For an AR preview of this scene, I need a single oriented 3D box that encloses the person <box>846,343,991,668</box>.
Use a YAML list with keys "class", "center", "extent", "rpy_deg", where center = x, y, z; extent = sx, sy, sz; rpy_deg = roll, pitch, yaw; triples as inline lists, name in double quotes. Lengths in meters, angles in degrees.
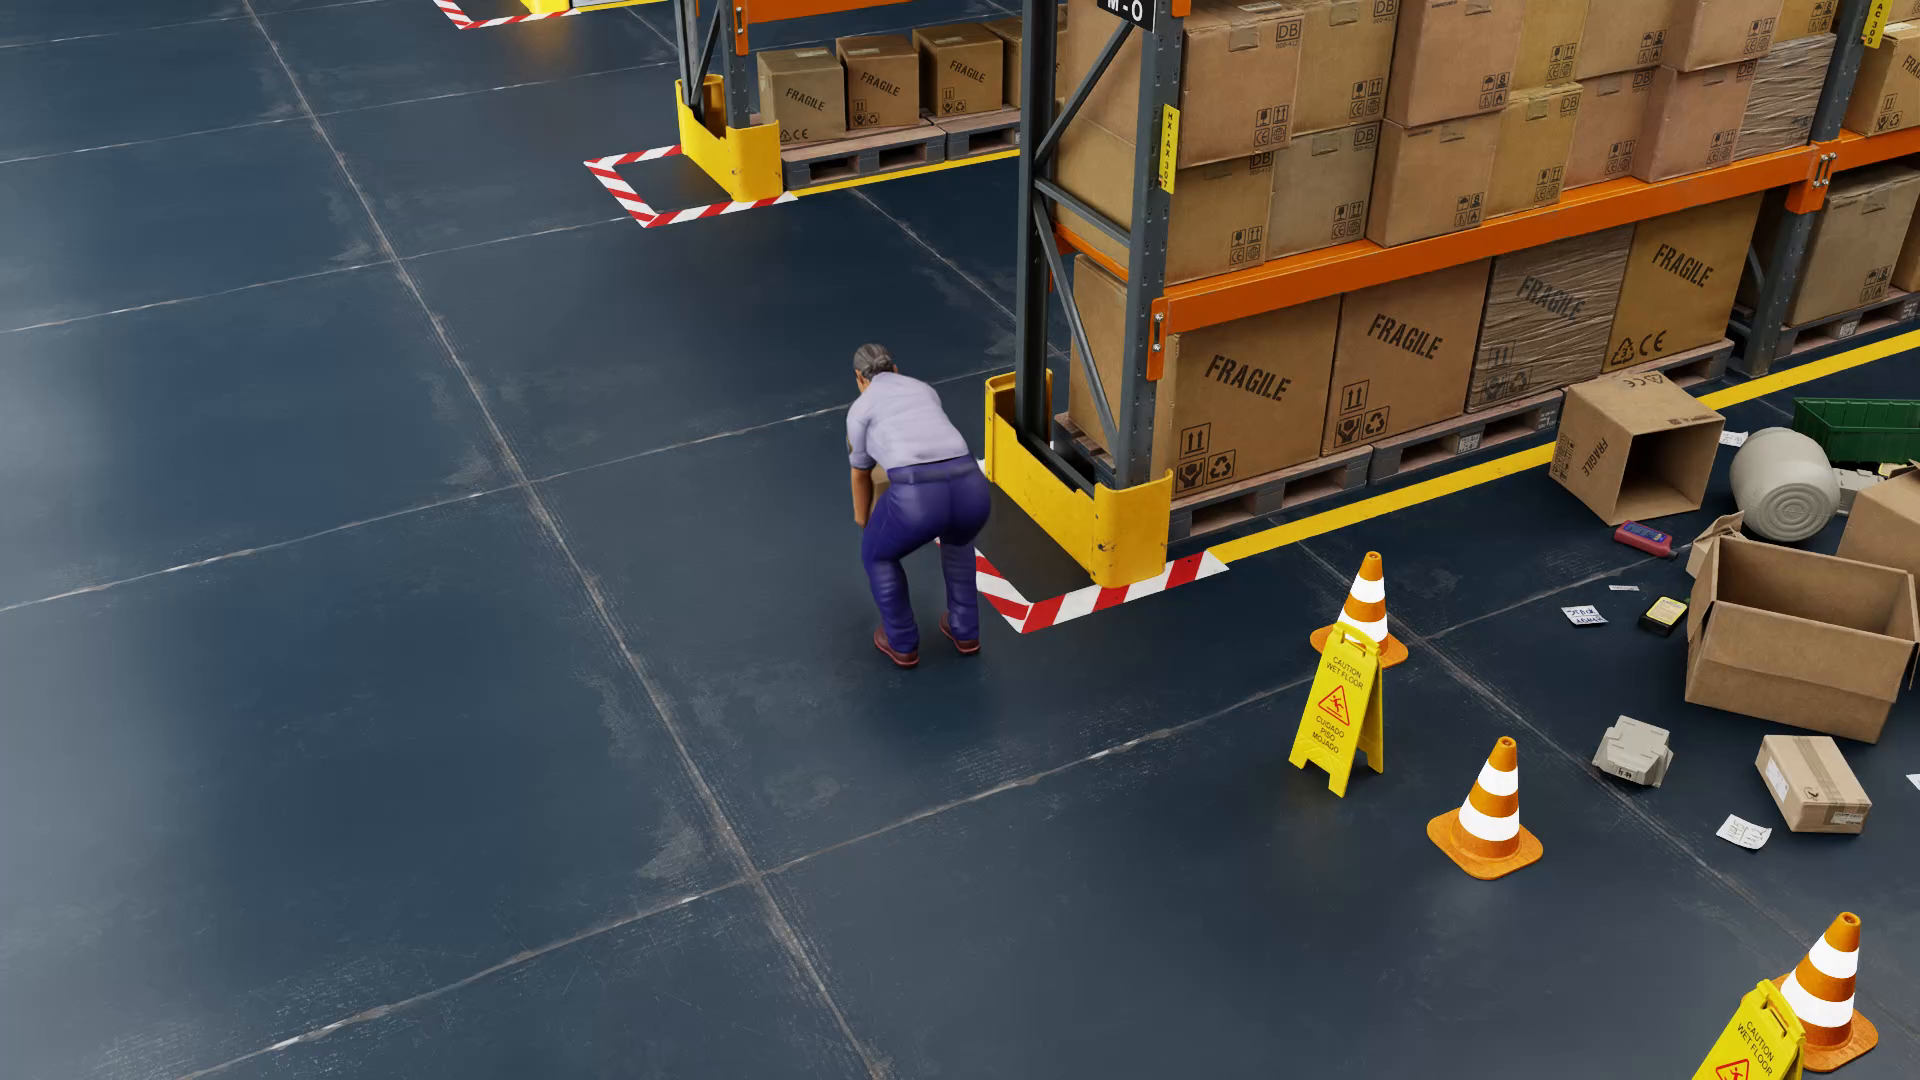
- class: "person"
  center: [-0.204, -0.126, 6.806]
  extent: [0.488, 1.148, 0.868]
  rpy_deg: [-14, 36, -21]
